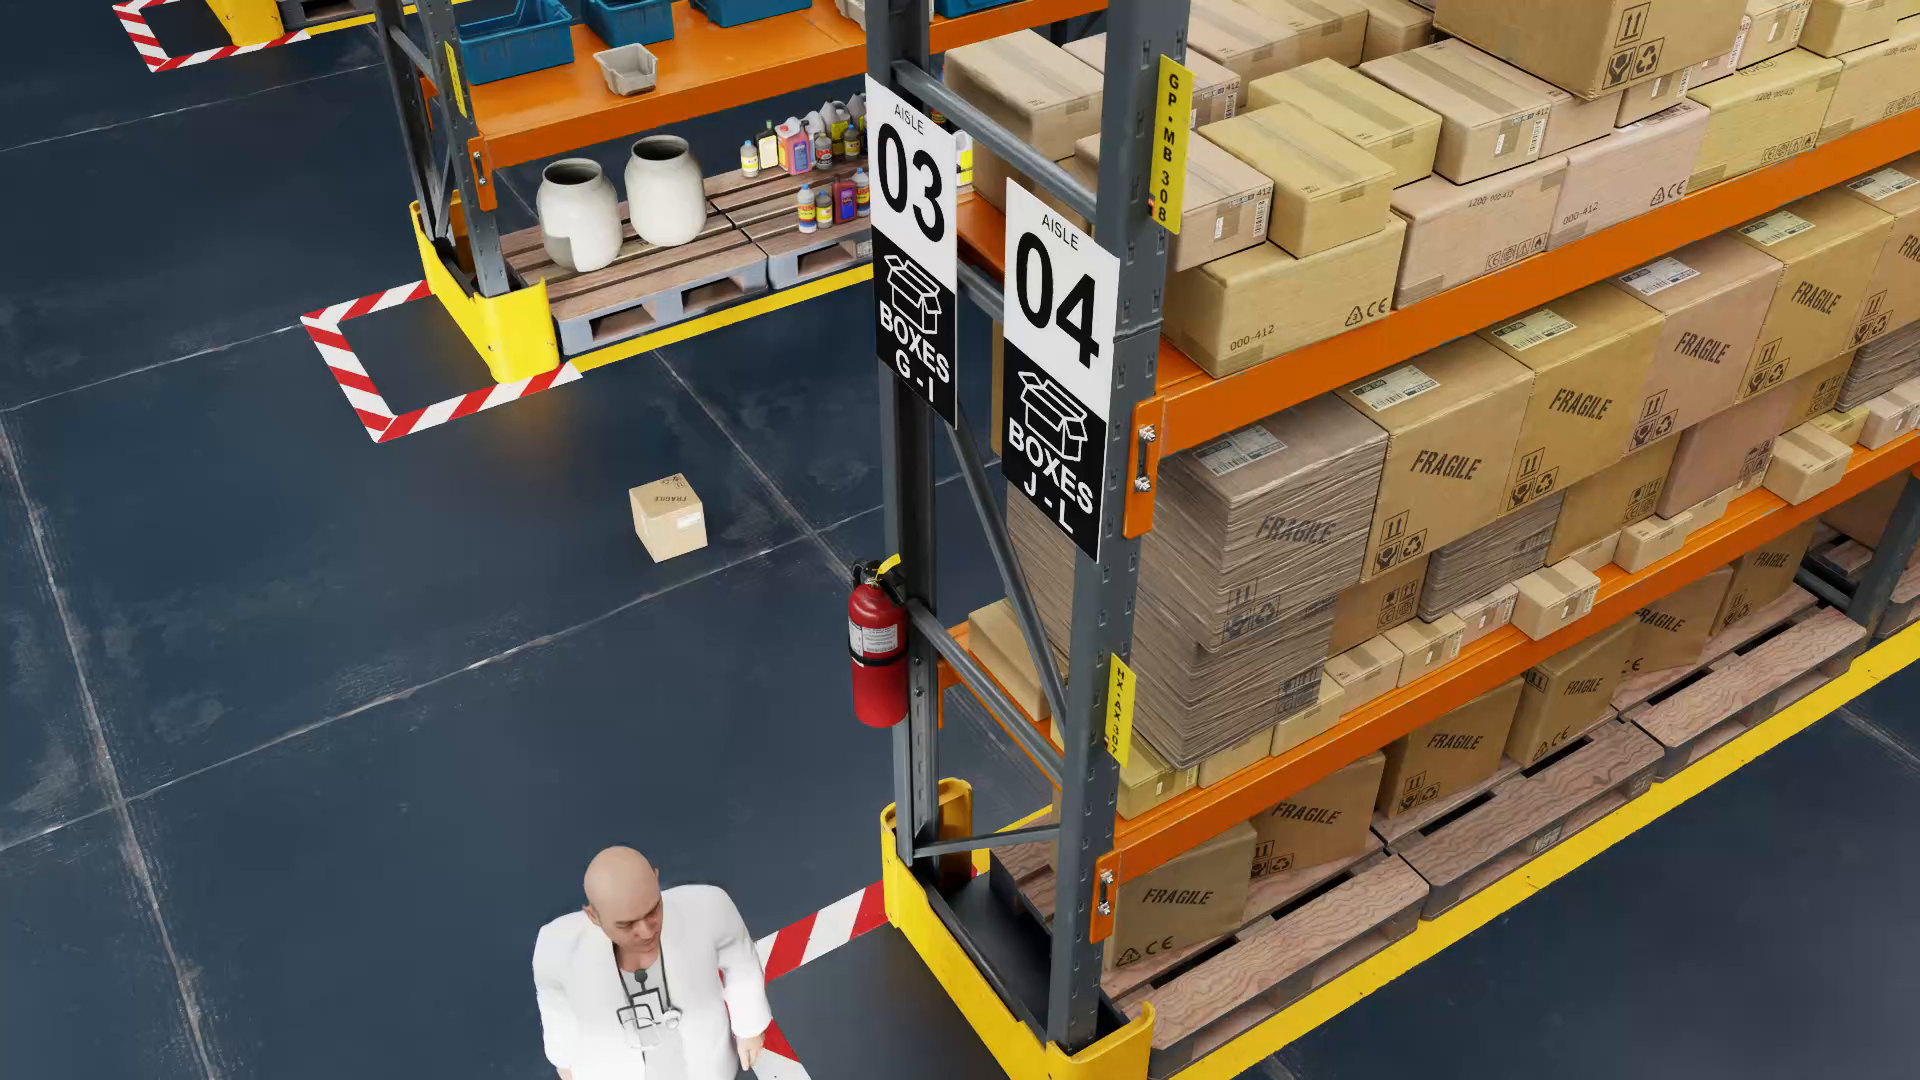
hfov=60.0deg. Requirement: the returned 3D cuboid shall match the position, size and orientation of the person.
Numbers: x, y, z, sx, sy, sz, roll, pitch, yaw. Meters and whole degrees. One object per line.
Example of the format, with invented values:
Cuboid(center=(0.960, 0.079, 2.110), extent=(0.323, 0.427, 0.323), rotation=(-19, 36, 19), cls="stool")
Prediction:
Cuboid(center=(-0.823, 1.365, 4.571), extent=(0.600, 1.740, 1.081), rotation=(-17, 43, -19), cls="person")
